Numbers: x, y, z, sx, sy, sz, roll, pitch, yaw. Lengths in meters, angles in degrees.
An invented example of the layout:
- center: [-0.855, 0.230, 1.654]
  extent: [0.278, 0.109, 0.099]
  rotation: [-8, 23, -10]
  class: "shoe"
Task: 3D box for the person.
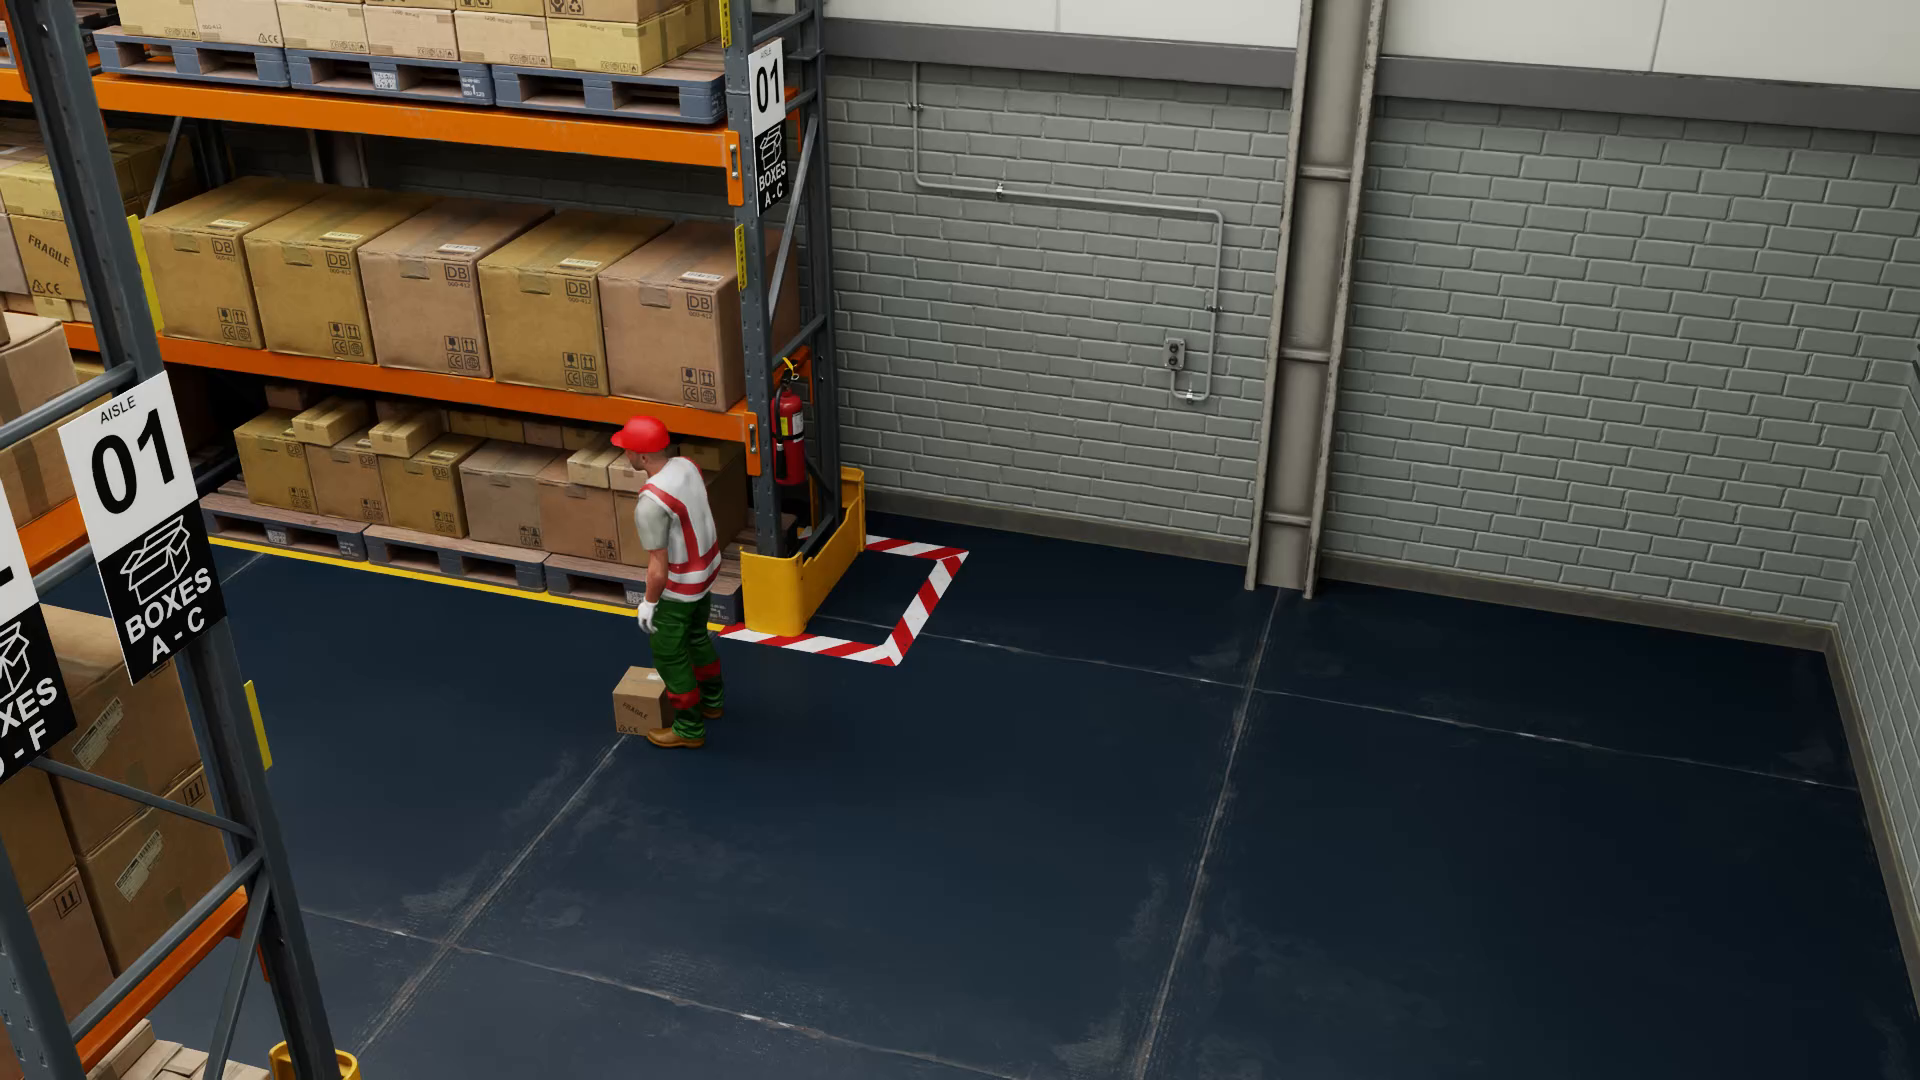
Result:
- center: [-1.403, 0.203, 8.129]
  extent: [0.456, 1.778, 0.617]
  rotation: [8, 30, 14]
  class: "person"
